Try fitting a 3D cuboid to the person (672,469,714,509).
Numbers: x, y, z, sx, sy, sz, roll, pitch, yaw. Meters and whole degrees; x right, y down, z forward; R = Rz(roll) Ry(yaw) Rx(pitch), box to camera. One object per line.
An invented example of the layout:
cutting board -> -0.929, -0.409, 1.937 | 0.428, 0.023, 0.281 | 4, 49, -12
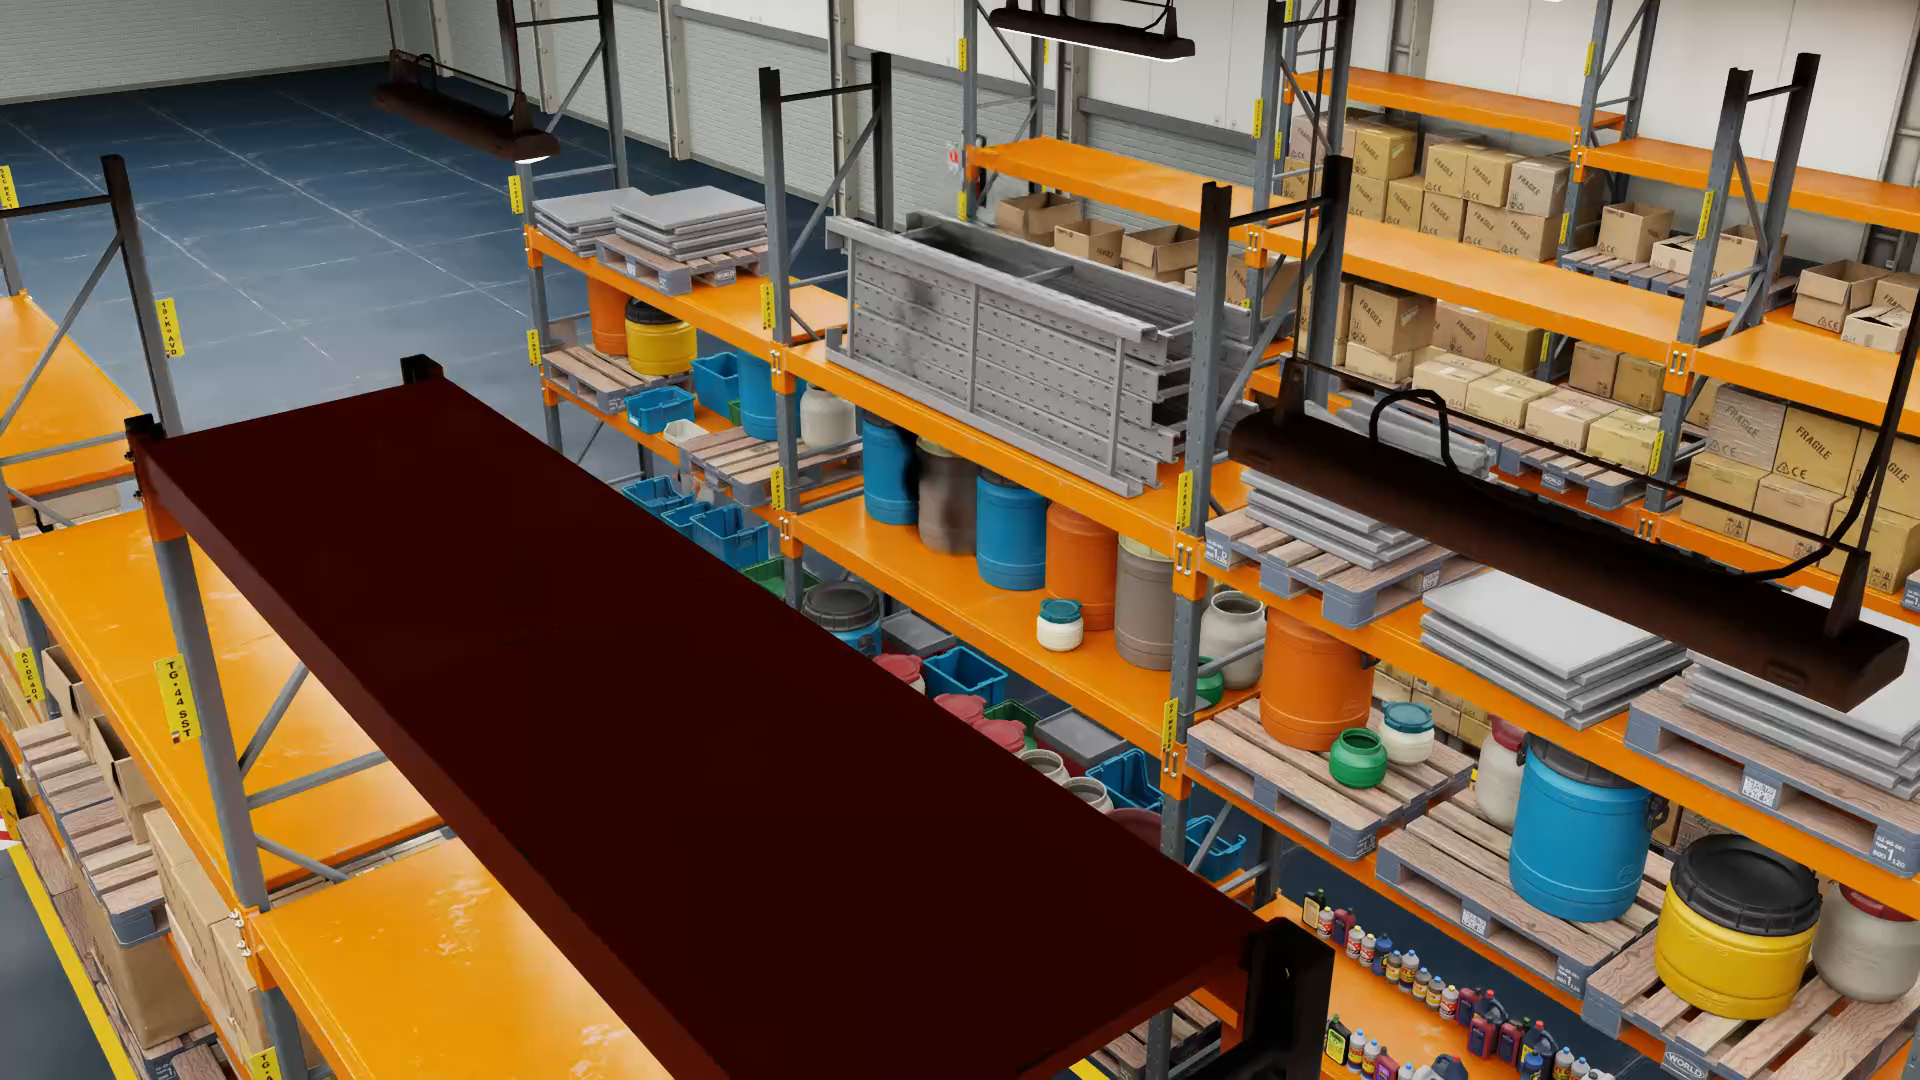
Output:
person -> -2.756, -0.389, 17.166 | 0.565, 1.642, 0.576 | 10, 27, 19
